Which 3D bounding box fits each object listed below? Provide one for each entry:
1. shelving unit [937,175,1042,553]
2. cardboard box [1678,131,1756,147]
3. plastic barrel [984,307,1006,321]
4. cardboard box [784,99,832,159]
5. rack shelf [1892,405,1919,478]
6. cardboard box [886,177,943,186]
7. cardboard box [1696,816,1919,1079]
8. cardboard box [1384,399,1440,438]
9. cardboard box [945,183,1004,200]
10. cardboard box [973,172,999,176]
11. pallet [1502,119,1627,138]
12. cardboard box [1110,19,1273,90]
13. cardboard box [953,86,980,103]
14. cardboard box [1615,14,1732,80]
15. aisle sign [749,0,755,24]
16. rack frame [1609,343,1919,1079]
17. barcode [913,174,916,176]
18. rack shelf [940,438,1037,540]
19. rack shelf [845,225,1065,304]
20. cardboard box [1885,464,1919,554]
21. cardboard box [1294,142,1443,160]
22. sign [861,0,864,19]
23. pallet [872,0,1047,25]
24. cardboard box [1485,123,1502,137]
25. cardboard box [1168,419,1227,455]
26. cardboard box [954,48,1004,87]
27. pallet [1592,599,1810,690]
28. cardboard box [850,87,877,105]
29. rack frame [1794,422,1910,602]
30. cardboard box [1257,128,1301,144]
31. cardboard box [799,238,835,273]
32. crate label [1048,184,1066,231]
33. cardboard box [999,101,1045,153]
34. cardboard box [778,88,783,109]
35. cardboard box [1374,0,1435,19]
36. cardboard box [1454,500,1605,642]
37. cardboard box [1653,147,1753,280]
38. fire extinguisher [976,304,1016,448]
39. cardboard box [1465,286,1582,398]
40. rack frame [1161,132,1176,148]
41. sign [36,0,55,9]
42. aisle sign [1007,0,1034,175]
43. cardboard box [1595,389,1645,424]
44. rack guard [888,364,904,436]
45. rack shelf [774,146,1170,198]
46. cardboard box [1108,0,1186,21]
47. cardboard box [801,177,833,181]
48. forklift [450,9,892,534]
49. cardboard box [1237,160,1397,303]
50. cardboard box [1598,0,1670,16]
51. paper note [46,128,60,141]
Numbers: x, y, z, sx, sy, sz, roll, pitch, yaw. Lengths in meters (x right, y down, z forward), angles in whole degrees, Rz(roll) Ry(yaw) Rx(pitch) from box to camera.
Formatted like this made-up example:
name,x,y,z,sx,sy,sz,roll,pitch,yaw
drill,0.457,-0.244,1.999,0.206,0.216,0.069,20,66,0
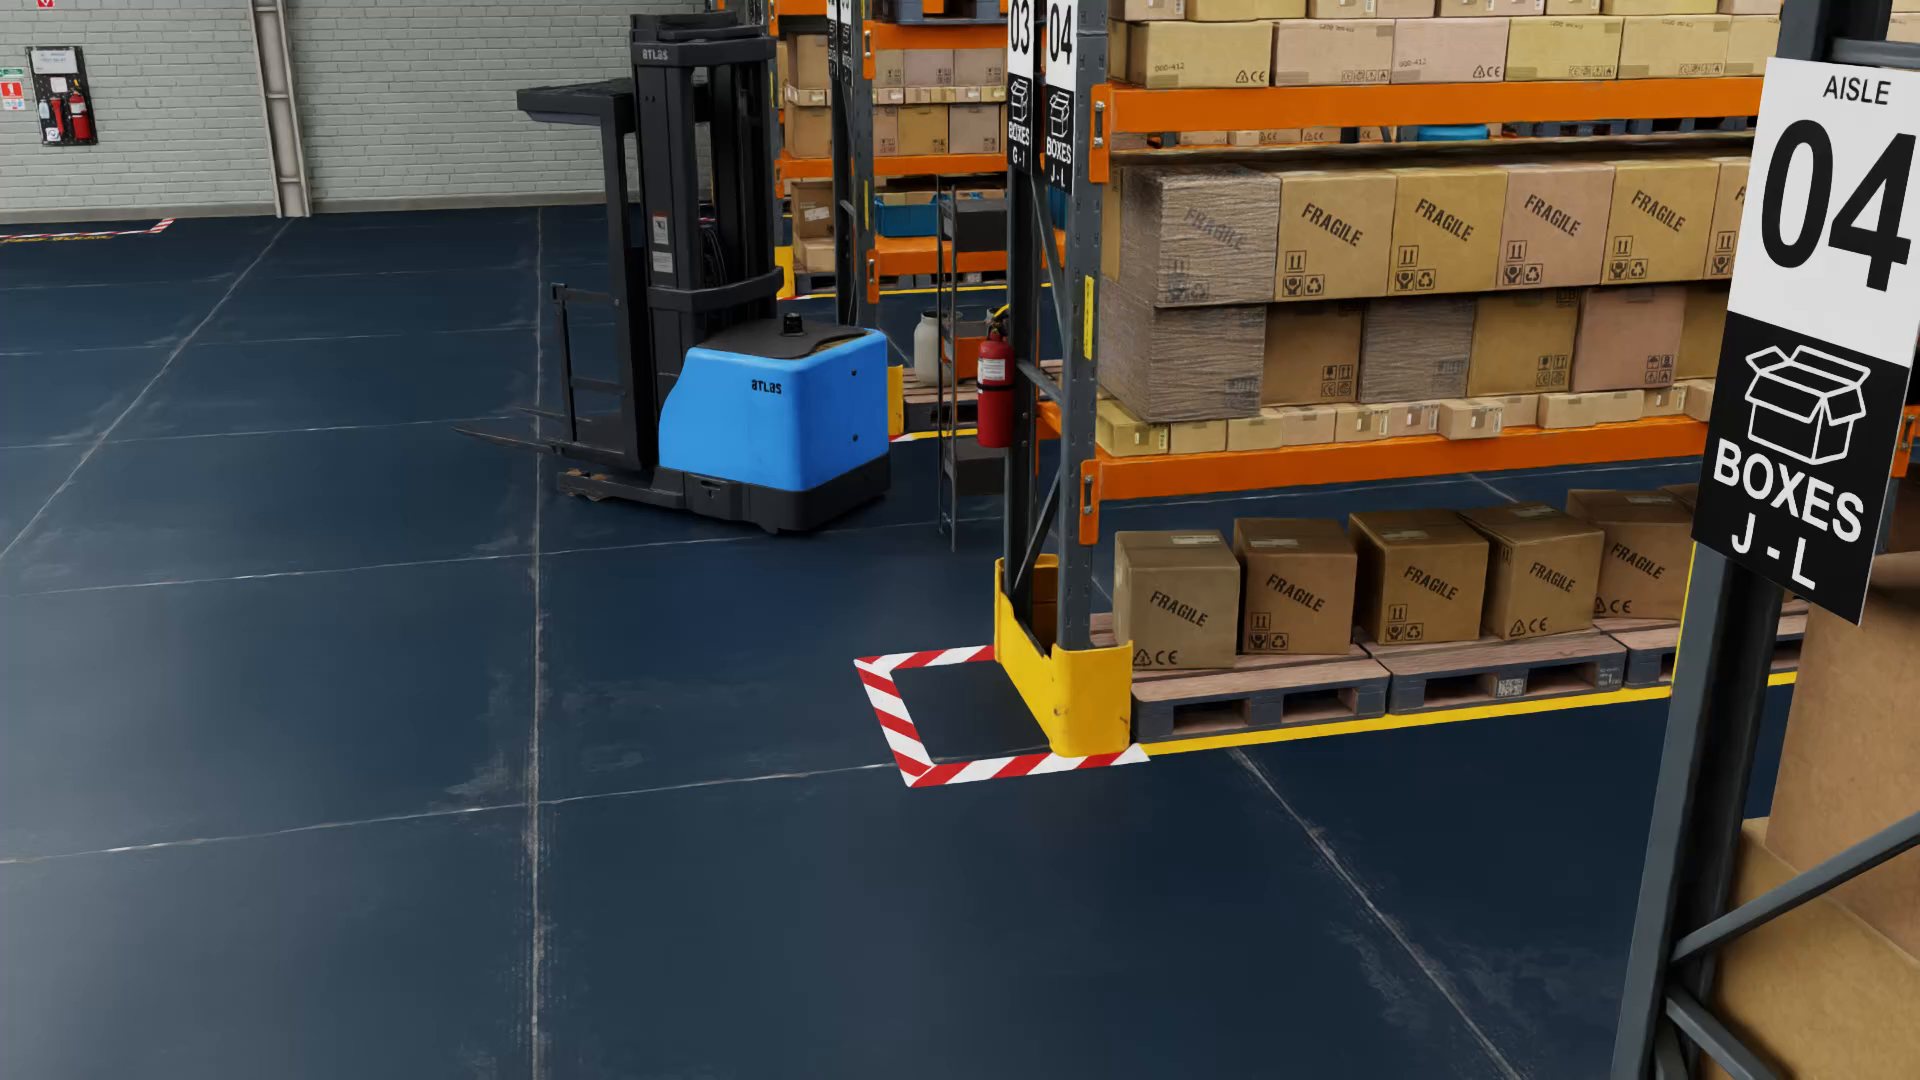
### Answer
name,x,y,z,sx,sy,sz,roll,pitch,yaw
shelving unit,0.161,-0.999,9.489,0.503,2.100,0.431,-5,21,-12
cardboard box,3.781,-1.682,8.015,0.500,0.500,0.500,-5,21,-12
plastic barrel,0.356,-1.465,12.458,0.421,0.512,0.421,0,20,0
cardboard box,-1.434,-4.056,16.381,0.500,0.500,0.700,-5,21,-12
rack shelf,6.224,-0.797,8.676,4.000,0.370,1.077,-5,21,-12
cardboard box,-0.468,-3.461,17.198,0.500,0.500,0.500,-5,21,-12
cardboard box,1.778,0.893,2.798,0.550,0.550,0.875,-5,21,-12
cardboard box,1.932,-0.586,7.419,0.250,0.149,0.380,-5,21,-12
cardboard box,0.142,-3.321,16.815,0.500,0.500,0.500,-5,21,-12
cardboard box,0.344,-4.775,21.968,0.250,0.166,0.380,-7,21,-20
pallet,6.537,-4.597,18.281,1.003,0.211,1.213,-5,21,-12
cardboard box,0.913,-1.950,6.634,0.500,0.250,0.500,-4,21,-11
cardboard box,0.036,-4.408,16.400,0.250,0.149,0.380,-4,21,-12
cardboard box,2.888,-2.111,7.075,0.500,0.250,0.500,-5,21,-13
aisle sign,-2.023,-5.290,16.116,0.004,0.787,0.394,-5,21,-12
rack frame,1.428,1.008,2.702,0.127,3.000,1.000,-5,21,-12
barcode,-0.610,-4.808,21.923,0.075,0.075,0.001,-5,21,-12
rack shelf,0.161,-0.329,9.735,0.480,0.518,0.431,-5,21,-12
rack shelf,1.191,-2.139,12.338,4.000,0.370,1.077,-5,21,-12
cardboard box,4.880,-0.051,8.588,0.500,0.500,0.700,-6,21,-17
cardboard box,1.835,-1.523,7.579,0.500,0.500,0.500,-5,21,-12
sign,-0.633,-3.546,10.761,0.005,0.325,0.100,-5,21,-12
pallet,0.072,-3.671,11.388,1.213,0.211,1.003,-5,21,-12
cardboard box,5.530,-4.554,18.014,0.500,0.311,0.500,-3,20,-9
cardboard box,0.964,-0.498,7.180,0.250,0.149,0.380,-5,21,-12
cardboard box,0.106,-4.793,16.506,0.500,0.500,0.700,-5,21,-12
pallet,3.632,0.397,8.423,1.213,0.211,1.003,-5,21,-12
cardboard box,-0.961,-4.328,16.181,0.250,0.149,0.380,-5,21,-12
rack frame,4.277,-0.977,8.120,0.127,3.000,1.000,-5,21,-12
cardboard box,3.265,-4.437,17.421,0.500,0.500,0.500,-3,20,-9
cardboard box,-1.318,-2.851,16.622,0.500,0.250,0.500,-5,21,-12
crate label,0.974,-2.571,12.421,0.616,0.435,0.502,-5,21,-12
cardboard box,0.570,-4.221,16.830,0.500,0.500,0.700,-4,21,-12
cardboard box,-2.487,-5.506,20.673,0.500,0.250,0.500,-5,21,-14
cardboard box,1.717,-2.195,6.723,0.250,0.149,0.380,-5,21,-13
cardboard box,2.737,0.141,8.092,0.500,0.500,0.500,-7,21,-17
cardboard box,3.416,-1.465,7.422,0.500,0.500,0.500,-5,21,-12
fire extinguisher,0.167,-0.769,7.666,0.183,0.674,0.296,-5,21,-12
cardboard box,2.371,-1.022,7.665,0.500,0.500,0.875,-5,21,-12
rack frame,2.001,-4.293,17.173,0.127,3.000,1.000,-5,21,-12
sign,-10.836,-6.443,19.672,0.199,0.298,0.001,-5,21,-12
aisle sign,0.255,-1.976,7.070,0.004,0.787,0.394,-5,21,-12
cardboard box,2.908,-0.661,7.624,0.250,0.149,0.380,-5,21,-12
rack guard,-0.692,-1.166,12.271,0.348,0.500,1.175,-5,21,-12
rack shelf,0.055,-3.797,16.865,4.000,0.370,1.077,-5,21,-12
cardboard box,0.706,-2.130,6.546,0.250,0.149,0.380,-5,21,-13
cardboard box,-1.786,-4.648,21.412,0.500,0.311,0.500,-3,20,-8
forklift,-1.968,-1.765,10.372,3.031,2.935,1.130,11,23,28
cardboard box,1.471,-1.306,6.987,0.500,0.500,0.500,-5,21,-12
cardboard box,2.746,-2.274,6.938,0.250,0.149,0.380,-4,20,-10
paper note,-10.994,-4.917,20.157,0.142,0.148,0.016,-5,21,-12
